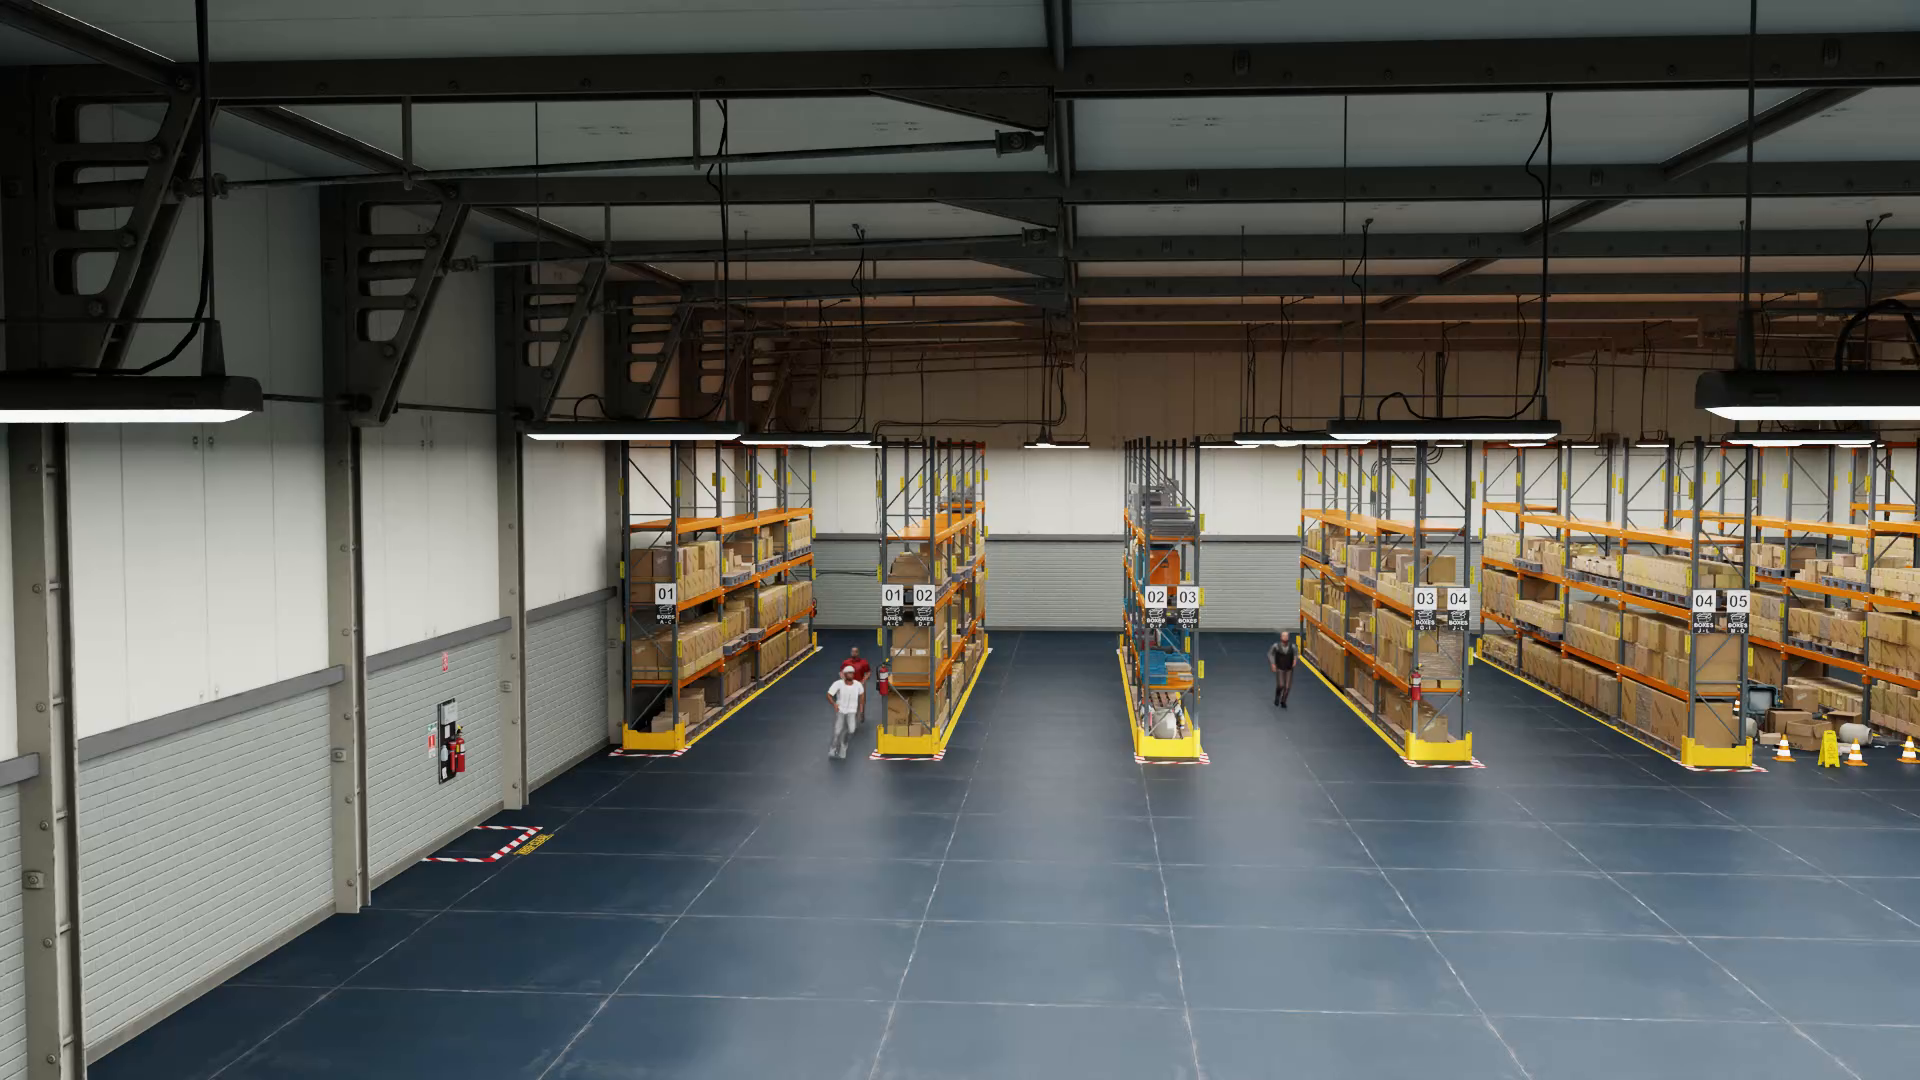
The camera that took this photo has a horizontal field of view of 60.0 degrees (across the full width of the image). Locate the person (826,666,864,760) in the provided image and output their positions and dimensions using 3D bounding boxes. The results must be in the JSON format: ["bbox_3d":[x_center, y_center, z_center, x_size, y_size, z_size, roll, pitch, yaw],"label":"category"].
[{"bbox_3d":[-2.111,3.207,30.964,0.765,1.738,0.632,-1,3,-15],"label":"person"}]

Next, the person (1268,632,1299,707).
[{"bbox_3d":[7.238,2.892,37.021,0.667,1.688,0.601,0,3,-3],"label":"person"}]

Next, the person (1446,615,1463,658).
[{"bbox_3d":[13.218,2.470,44.159,0.666,1.737,0.749,0,3,4],"label":"person"}]

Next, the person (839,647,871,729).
[{"bbox_3d":[-2.176,3.043,34.354,0.664,1.675,0.624,0,3,1],"label":"person"}]
